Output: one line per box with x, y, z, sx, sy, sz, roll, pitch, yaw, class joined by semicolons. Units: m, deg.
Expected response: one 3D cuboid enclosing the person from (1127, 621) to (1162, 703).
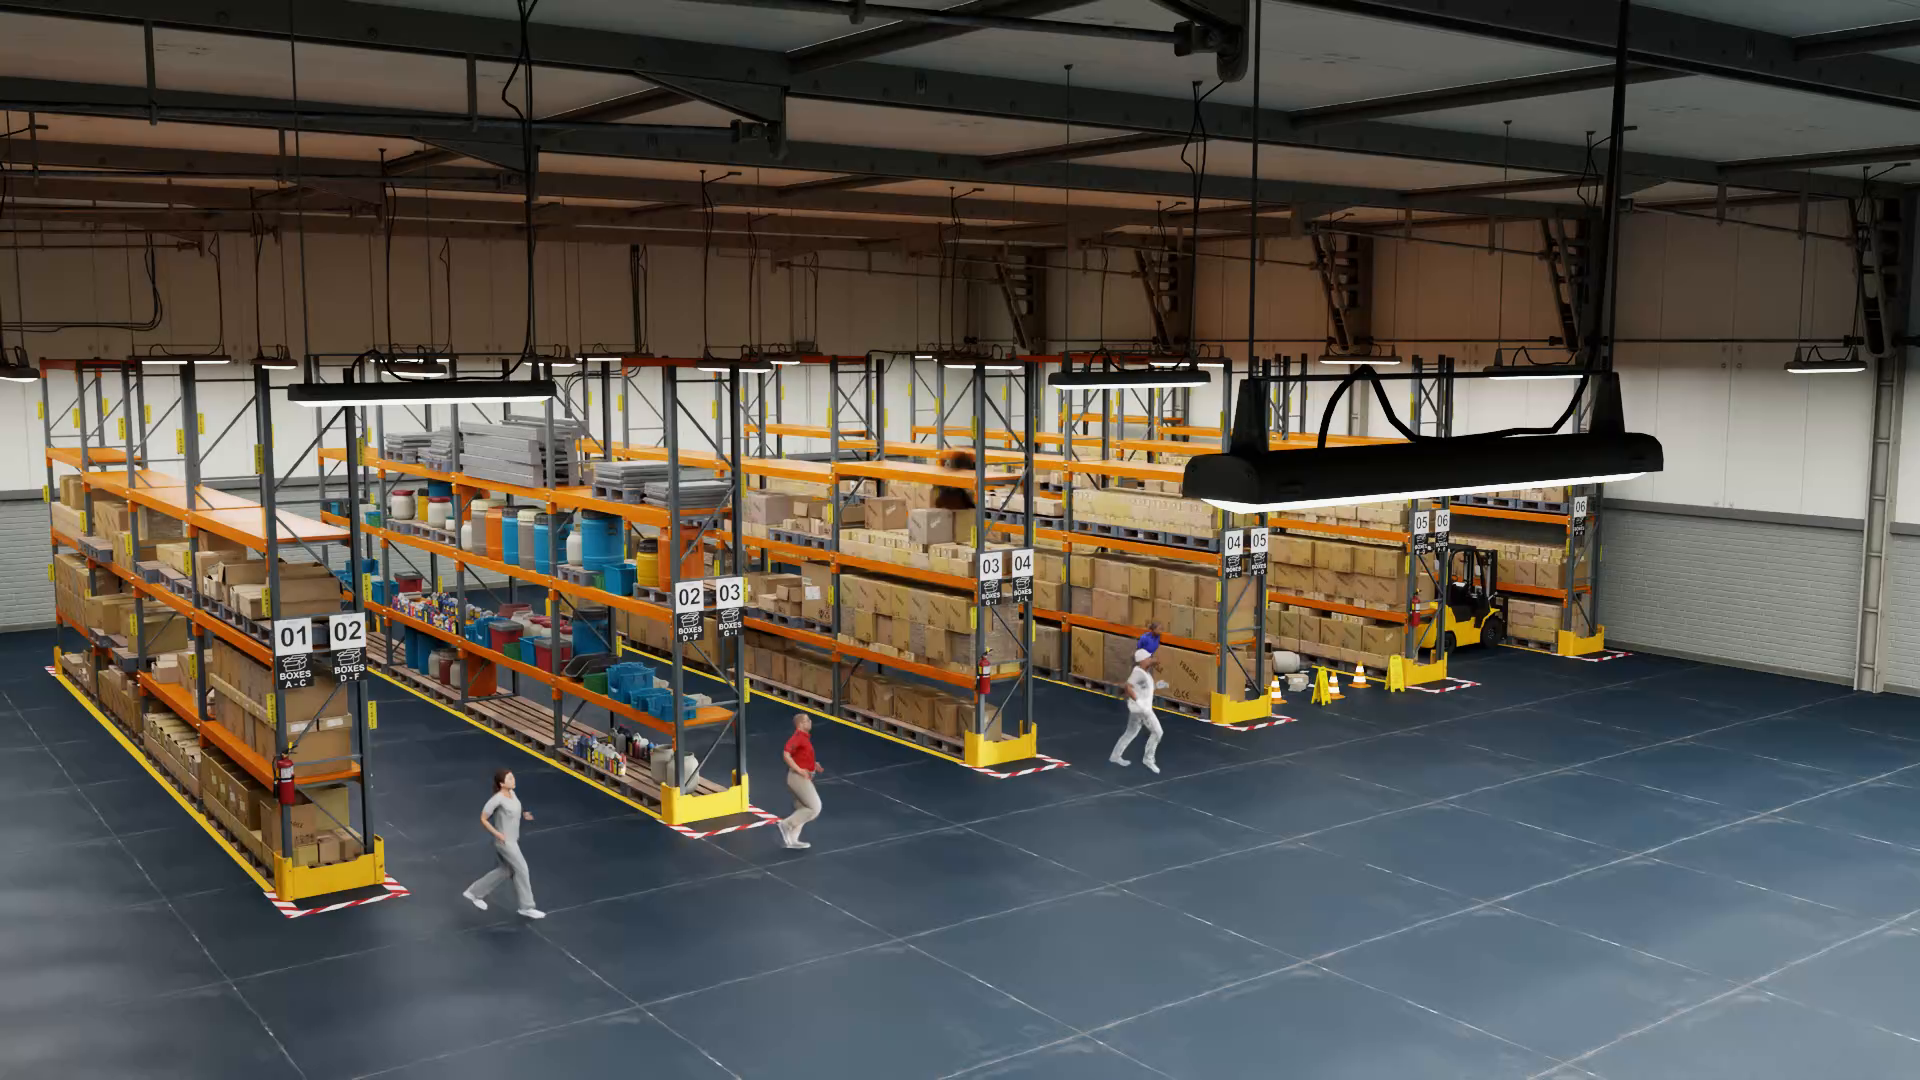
3.083;2.043;27.435;0.573;1.511;0.712;-6;9;-42;person

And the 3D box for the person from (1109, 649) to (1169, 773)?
2.593;2.466;23.916;0.848;1.821;0.708;0;7;-1;person

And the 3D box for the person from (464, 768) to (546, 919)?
-5.011;3.319;18.253;0.892;1.681;0.557;0;7;0;person

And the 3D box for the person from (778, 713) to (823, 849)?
-1.996;3.010;20.864;0.559;1.679;0.656;-1;7;-7;person
